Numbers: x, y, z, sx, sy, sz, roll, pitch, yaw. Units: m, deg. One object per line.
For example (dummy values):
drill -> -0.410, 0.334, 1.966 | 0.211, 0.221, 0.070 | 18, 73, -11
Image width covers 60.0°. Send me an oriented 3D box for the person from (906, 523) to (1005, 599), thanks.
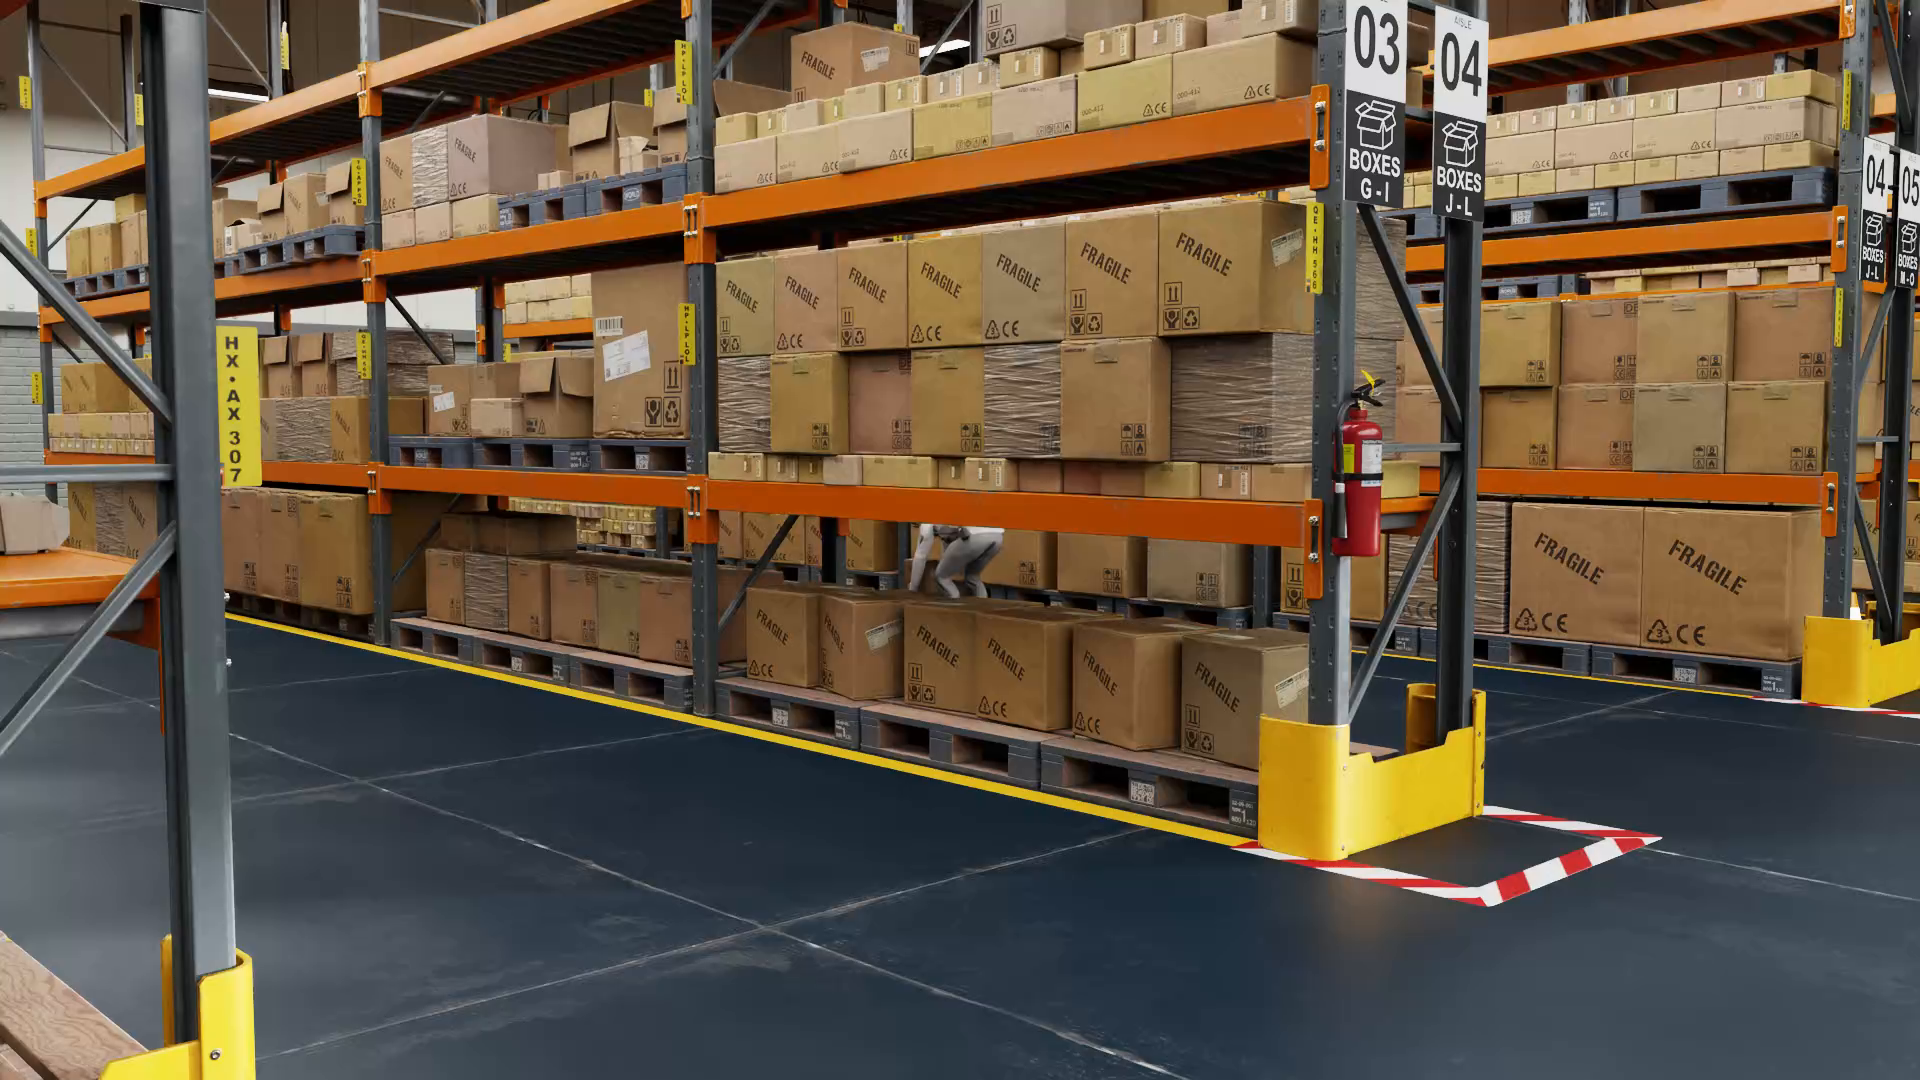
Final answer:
person -> -0.066, 0.170, 12.760 | 0.919, 1.086, 0.445 | 4, 6, 43
